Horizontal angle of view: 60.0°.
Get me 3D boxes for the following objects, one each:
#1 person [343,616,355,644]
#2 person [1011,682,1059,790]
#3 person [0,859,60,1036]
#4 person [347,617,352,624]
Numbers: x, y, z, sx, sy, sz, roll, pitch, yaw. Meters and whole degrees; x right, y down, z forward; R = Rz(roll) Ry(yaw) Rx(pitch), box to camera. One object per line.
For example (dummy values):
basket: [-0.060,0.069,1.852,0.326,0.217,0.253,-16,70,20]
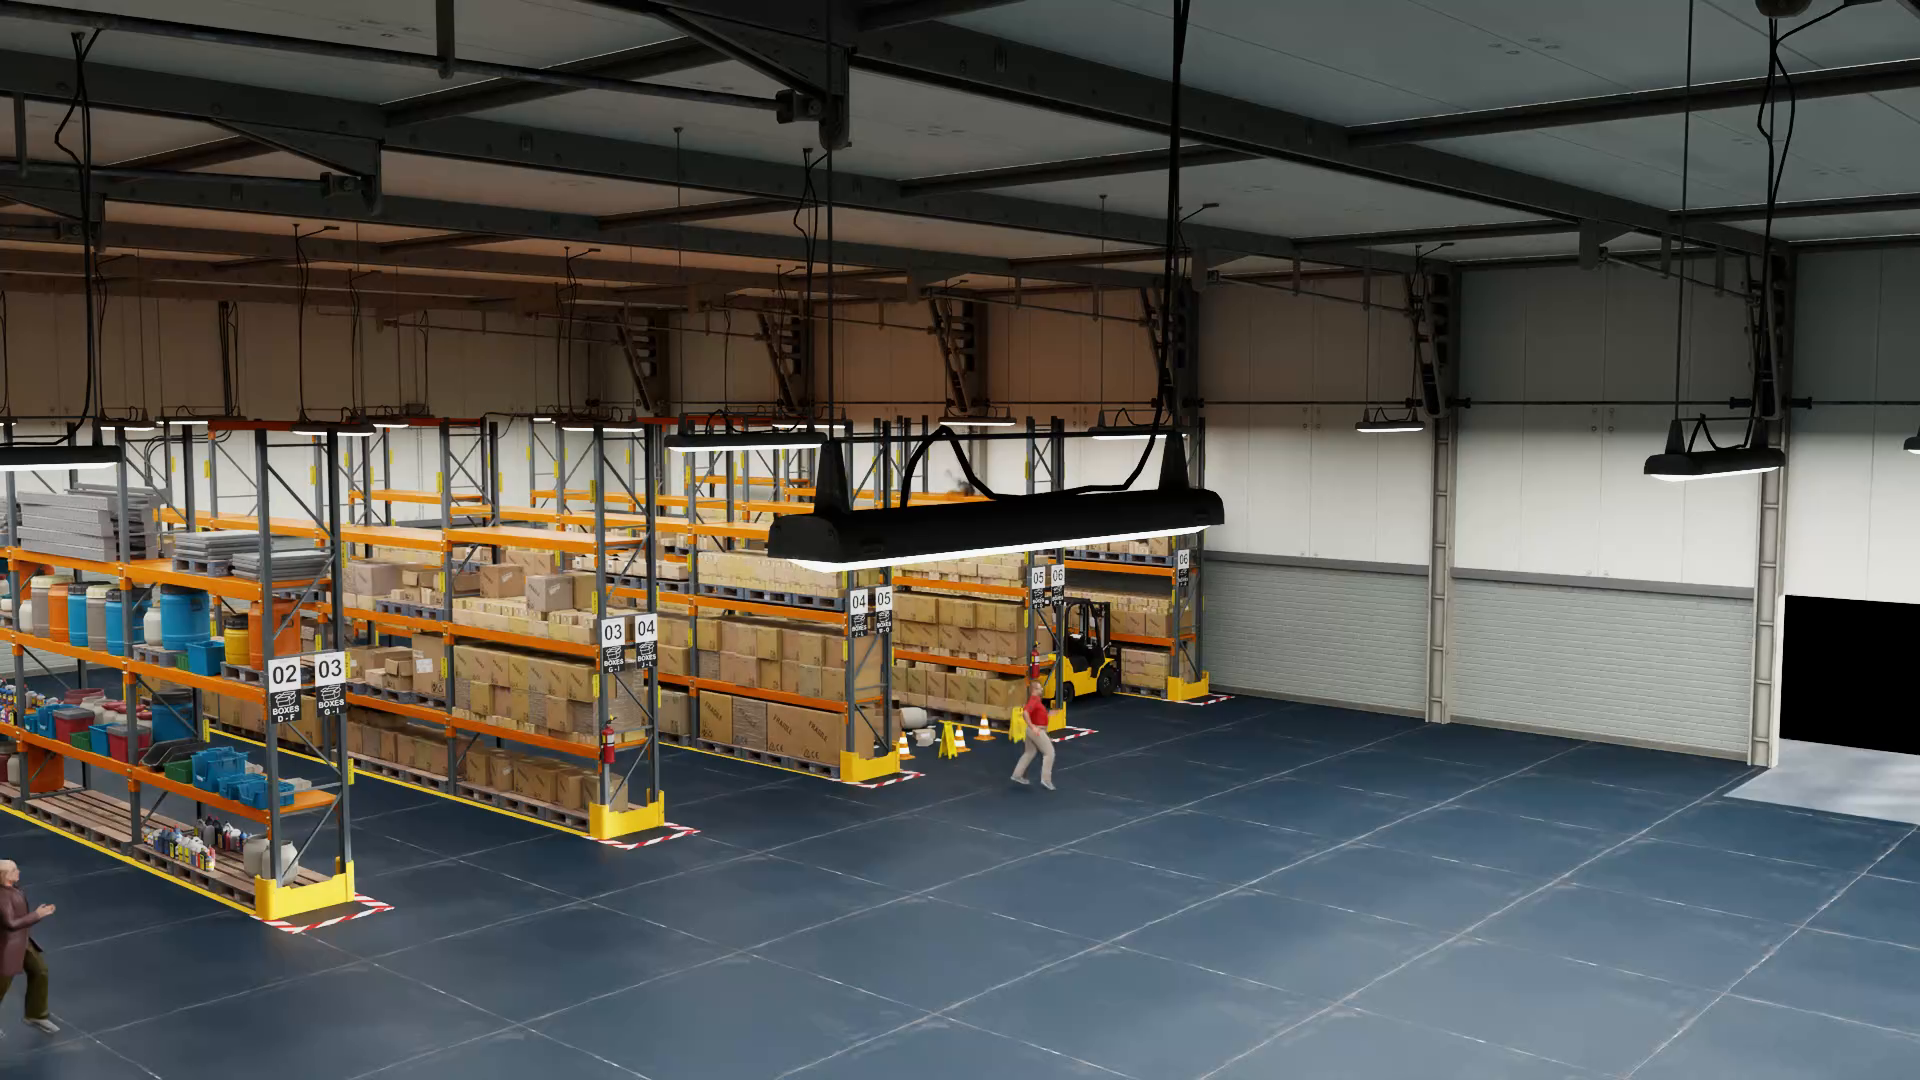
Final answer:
person: [-13.341,2.477,35.996,0.937,1.703,0.625,5,7,44]
person: [1.239,3.219,27.212,0.797,1.804,0.638,-1,5,-10]
person: [-9.425,4.067,16.473,0.863,1.842,0.672,-2,5,-18]
person: [-14.658,2.189,39.410,0.895,1.740,0.723,-2,5,-26]
